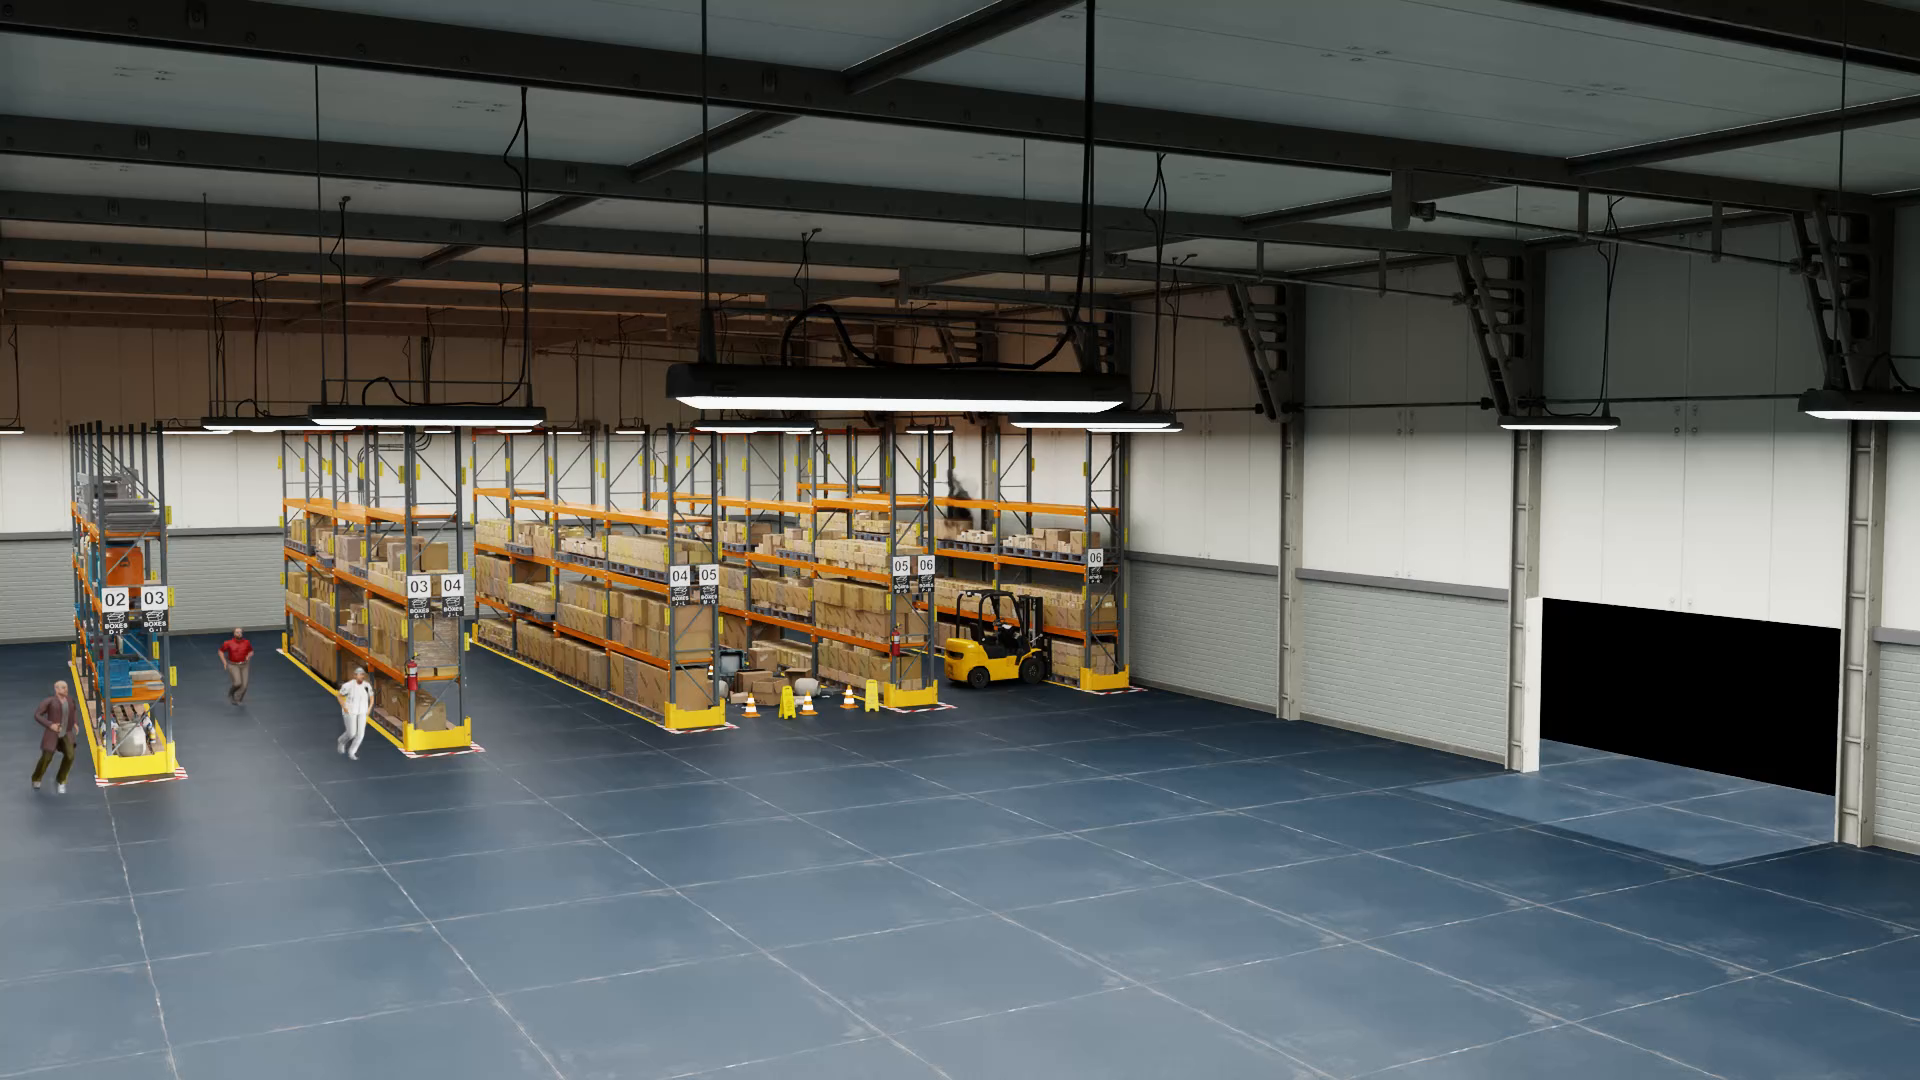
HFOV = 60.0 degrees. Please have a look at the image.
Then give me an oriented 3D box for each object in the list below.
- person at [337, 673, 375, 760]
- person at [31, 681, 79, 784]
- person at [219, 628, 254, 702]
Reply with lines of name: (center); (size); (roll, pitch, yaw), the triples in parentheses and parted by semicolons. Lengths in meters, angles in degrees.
person: (-10.803, 3.108, 29.766); (0.617, 1.614, 0.534); (-3, 5, -42)
person: (-14.625, 3.110, 26.981); (0.720, 1.639, 0.769); (3, 4, 35)
person: (-15.240, 2.658, 35.158); (0.651, 1.598, 0.602); (-3, 5, -44)
